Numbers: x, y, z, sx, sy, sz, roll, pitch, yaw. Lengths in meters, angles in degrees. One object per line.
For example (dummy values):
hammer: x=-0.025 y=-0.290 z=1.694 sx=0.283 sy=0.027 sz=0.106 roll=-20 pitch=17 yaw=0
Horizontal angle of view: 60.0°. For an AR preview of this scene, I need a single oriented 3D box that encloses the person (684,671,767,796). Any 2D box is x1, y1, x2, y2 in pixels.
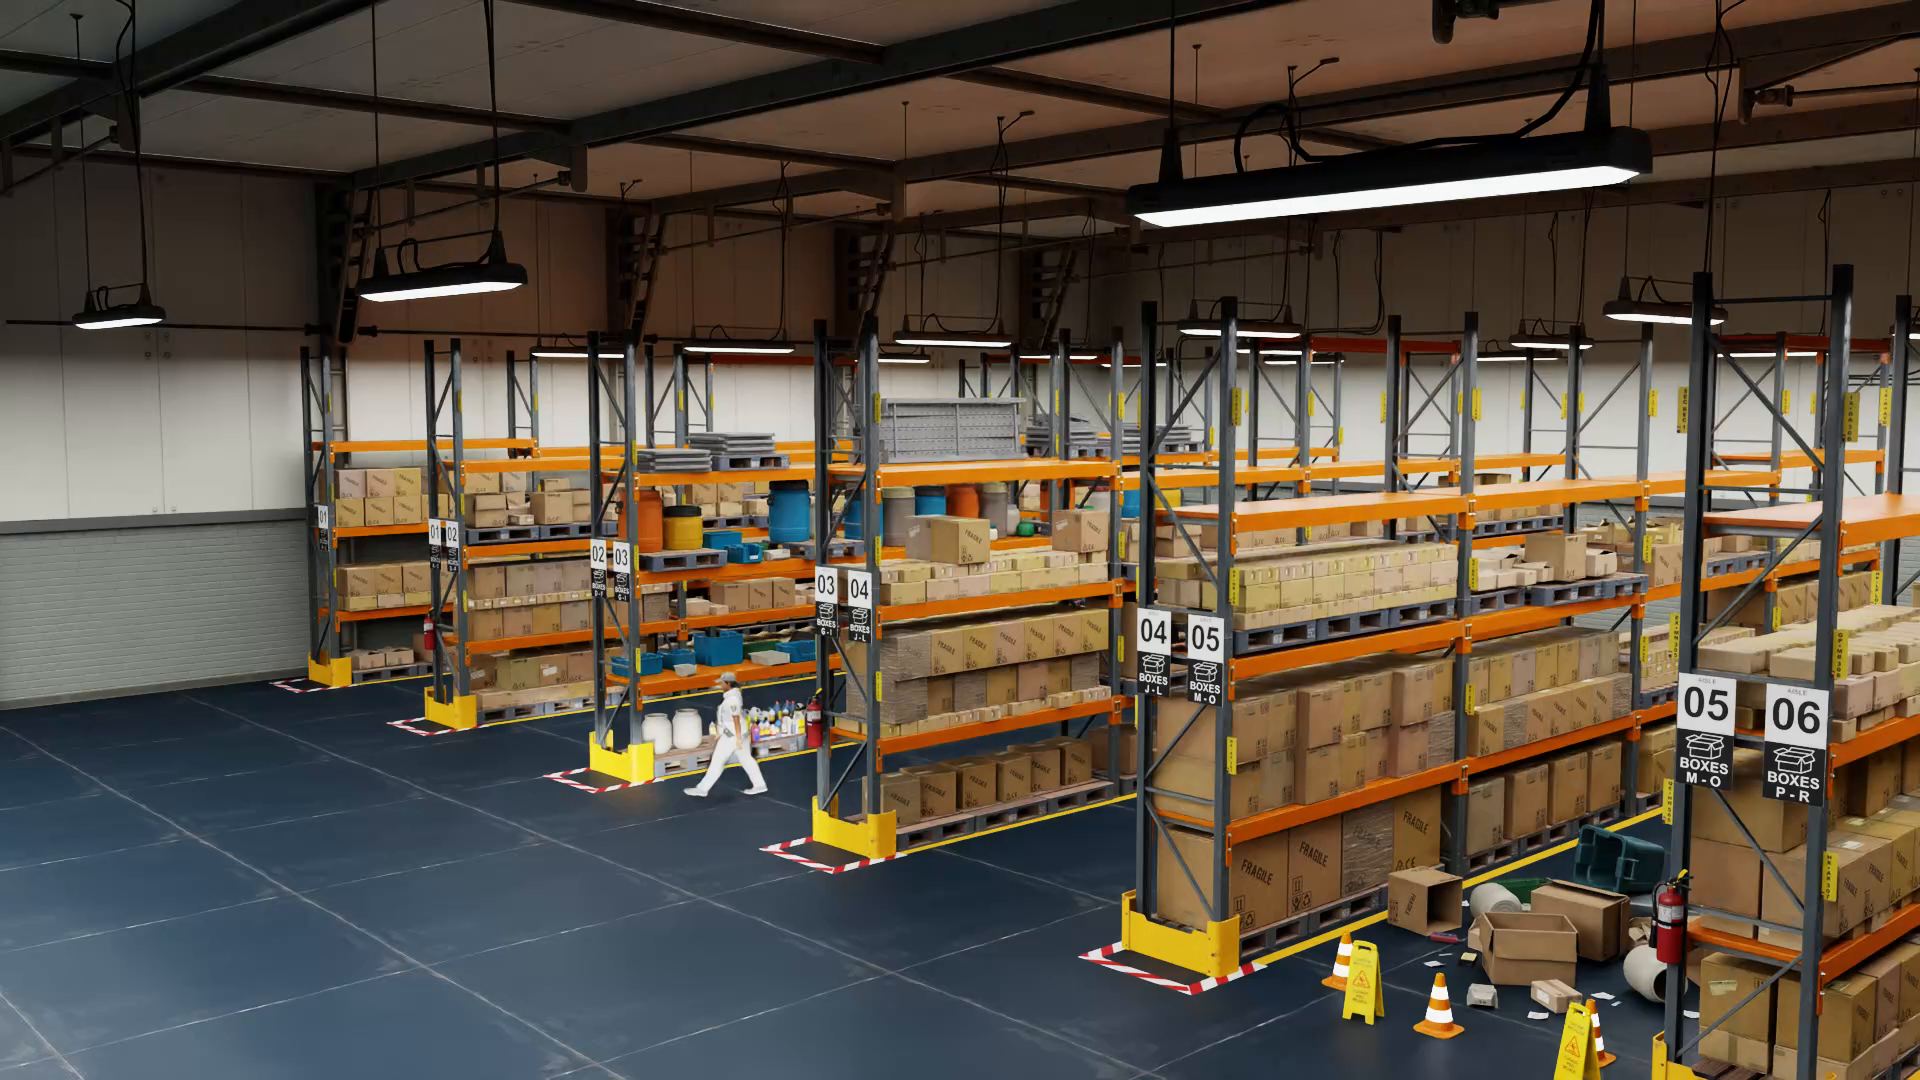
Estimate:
person: x=-2.995 y=2.474 z=21.288 sx=1.021 sy=1.604 sz=0.505 roll=0 pitch=5 yaw=3
